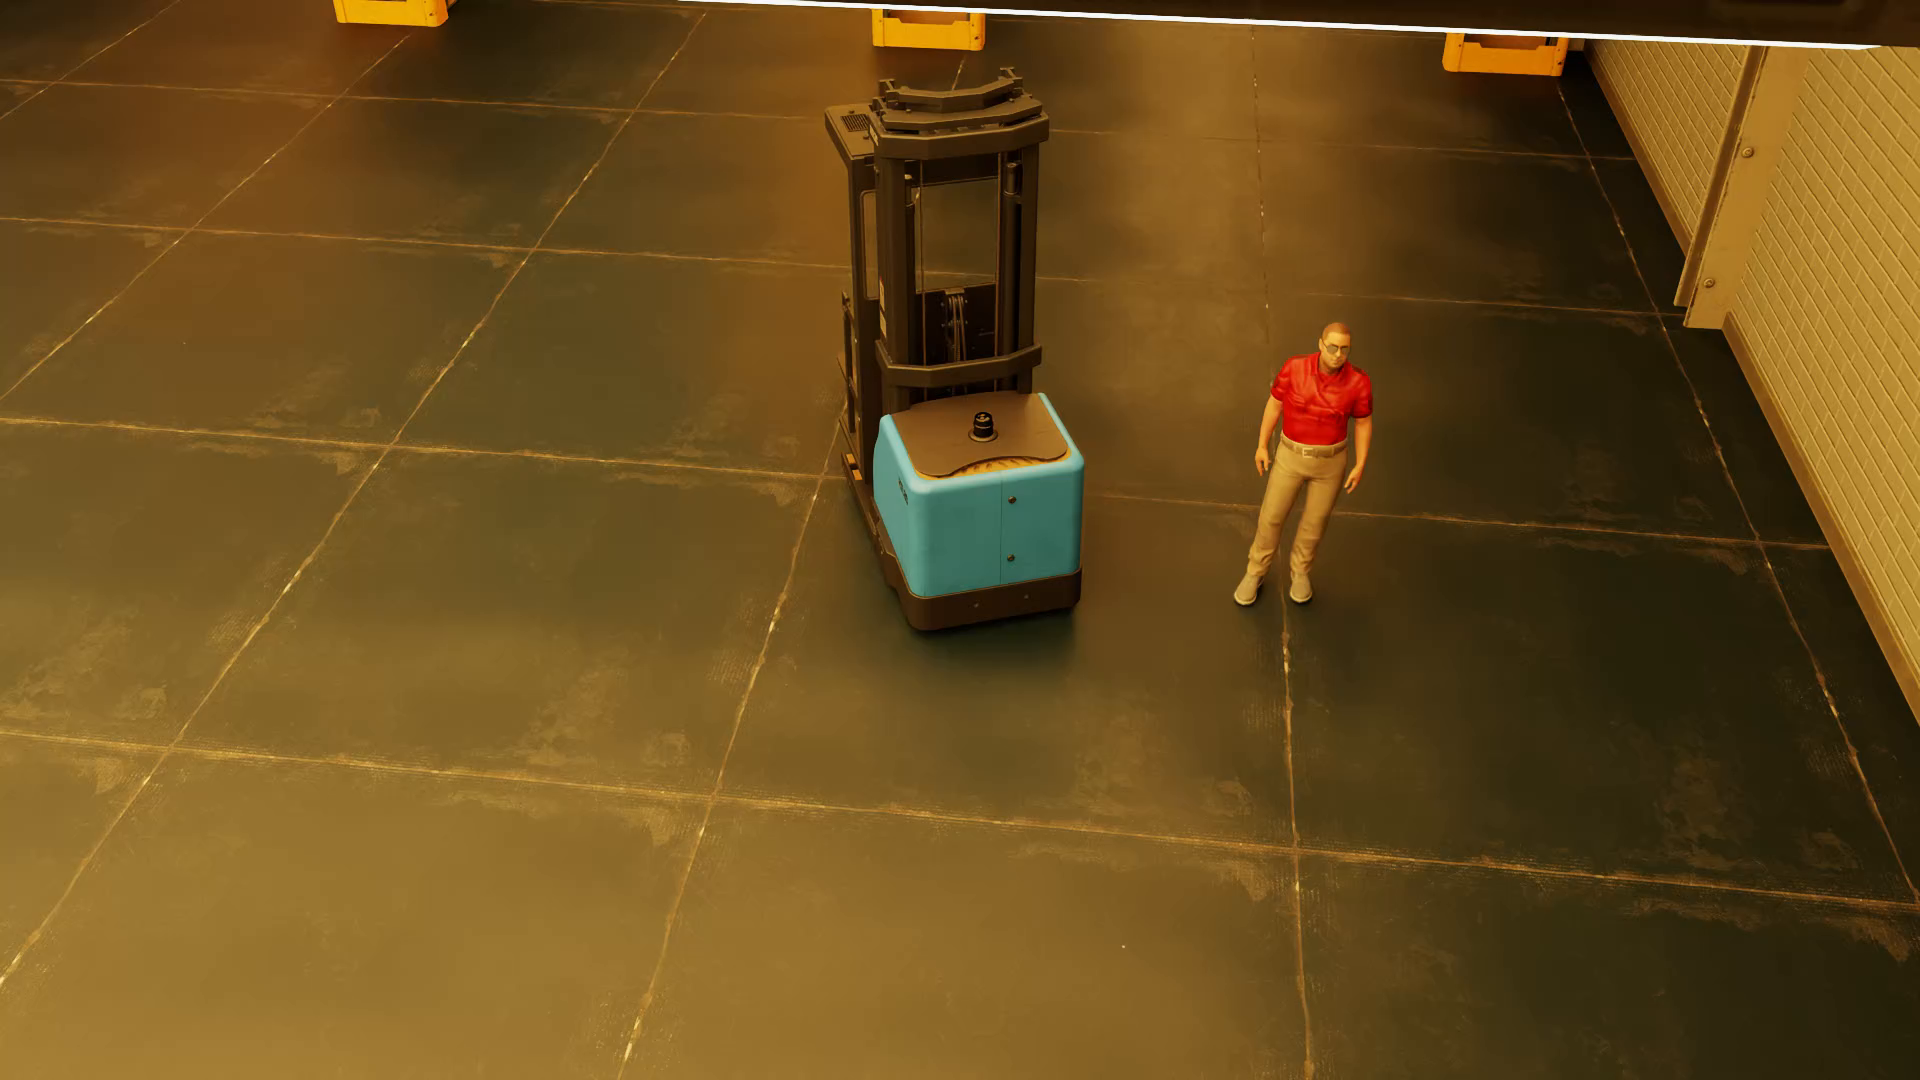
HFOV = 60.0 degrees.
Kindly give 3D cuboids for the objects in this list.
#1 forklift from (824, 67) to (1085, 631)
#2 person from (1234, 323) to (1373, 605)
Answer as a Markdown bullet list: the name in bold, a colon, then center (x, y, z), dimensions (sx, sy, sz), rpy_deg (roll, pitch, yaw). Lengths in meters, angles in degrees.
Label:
- **forklift**: center (-0.159, -1.528, 10.103), dimensions (1.130, 2.935, 3.031), rpy_deg (-9, 37, -12)
- **person**: center (2.009, -0.413, 9.592), dimensions (0.642, 1.726, 0.550), rpy_deg (9, 37, 12)
